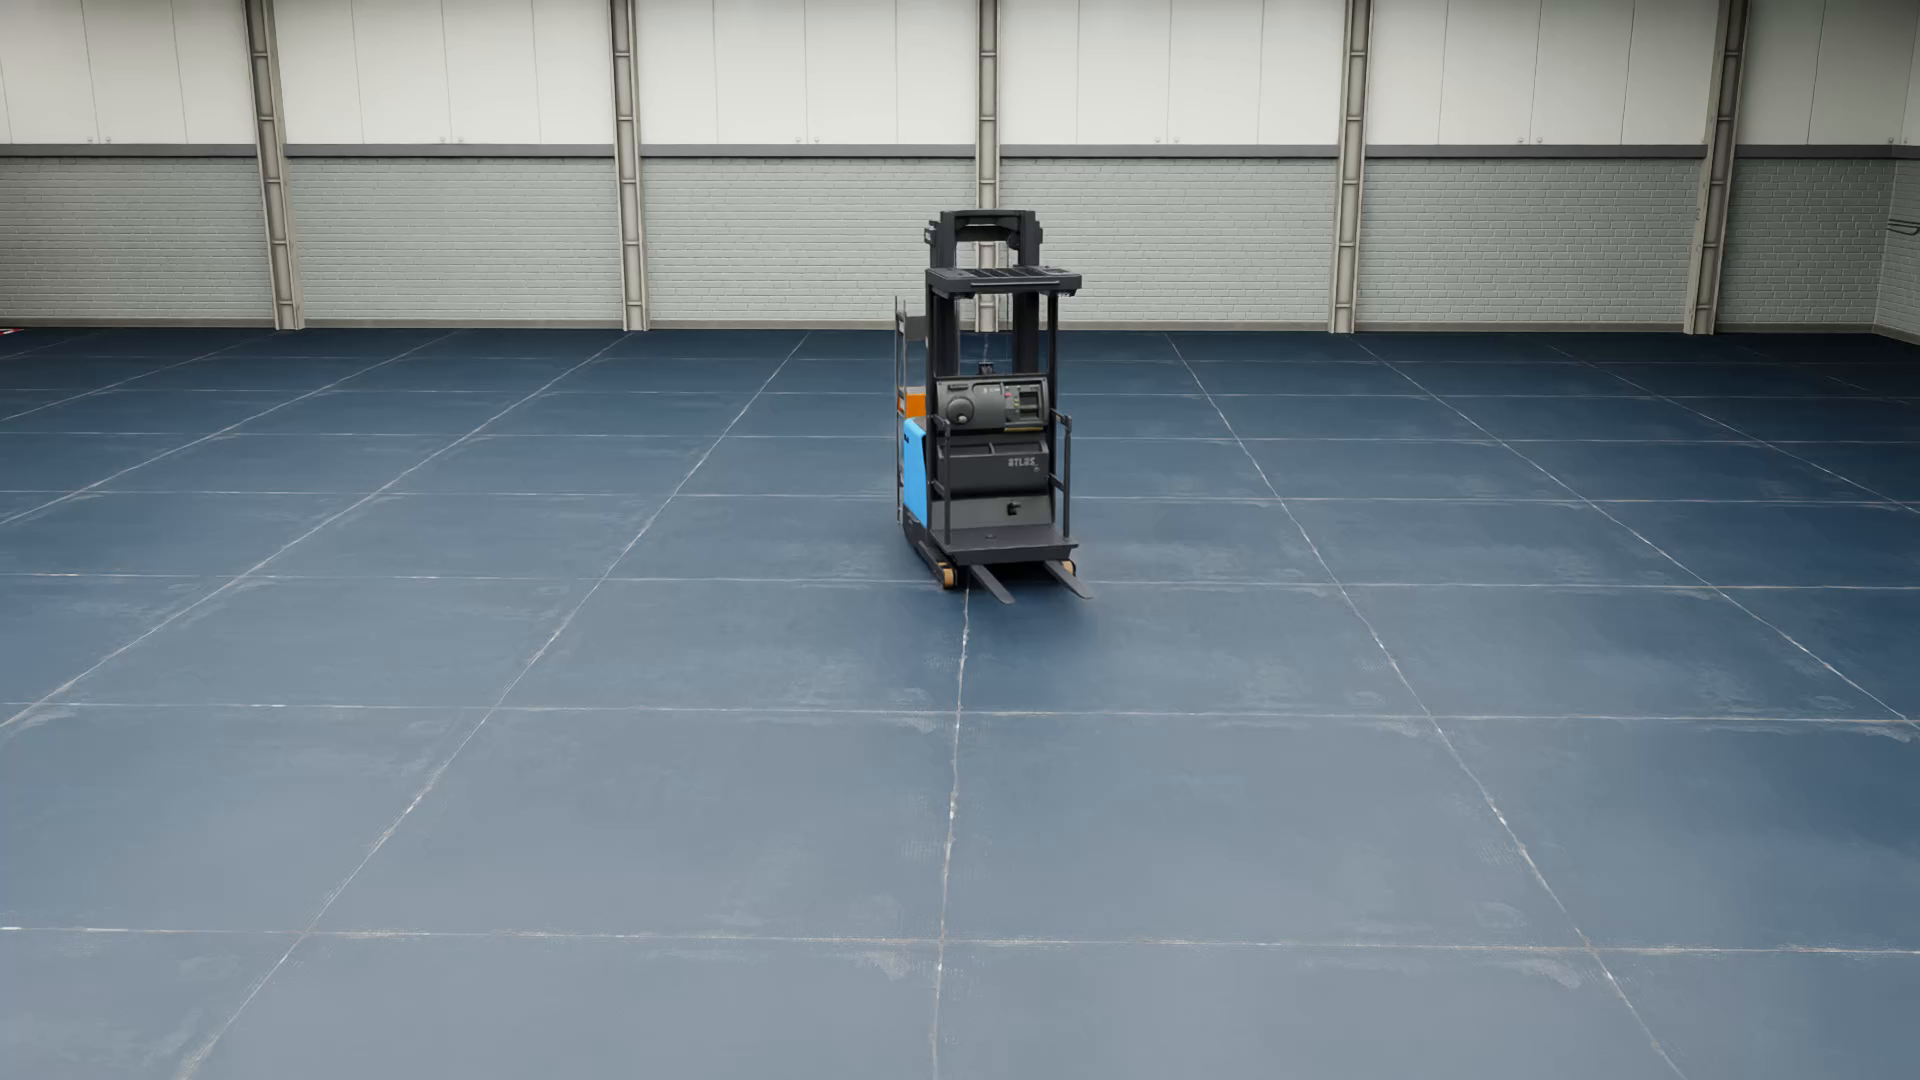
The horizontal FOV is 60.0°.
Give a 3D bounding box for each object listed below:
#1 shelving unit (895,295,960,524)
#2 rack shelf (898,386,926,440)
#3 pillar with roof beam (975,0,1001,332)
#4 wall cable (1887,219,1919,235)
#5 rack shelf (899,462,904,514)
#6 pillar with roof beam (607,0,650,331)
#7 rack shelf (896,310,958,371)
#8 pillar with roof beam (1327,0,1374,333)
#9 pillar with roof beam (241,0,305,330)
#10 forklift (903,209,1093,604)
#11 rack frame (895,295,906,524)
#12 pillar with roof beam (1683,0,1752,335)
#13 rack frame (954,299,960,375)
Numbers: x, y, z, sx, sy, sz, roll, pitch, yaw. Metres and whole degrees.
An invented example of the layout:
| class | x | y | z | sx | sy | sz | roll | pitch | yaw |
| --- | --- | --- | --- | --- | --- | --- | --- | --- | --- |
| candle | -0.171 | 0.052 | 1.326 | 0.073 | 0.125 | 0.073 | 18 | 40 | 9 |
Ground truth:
| class | x | y | z | sx | sy | sz | roll | pitch | yaw |
| --- | --- | --- | --- | --- | --- | --- | --- | --- | --- |
| shelving unit | -0.296 | -1.152 | 15.092 | 0.503 | 2.100 | 0.431 | -4 | 15 | -14 |
| rack shelf | -0.296 | -1.139 | 15.096 | 0.480 | 0.518 | 0.431 | -4 | 15 | -14 |
| pillar with roof beam | 0.350 | -6.821 | 23.055 | 0.400 | 9.000 | 9.100 | 0 | 15 | 1 |
| wall cable | 15.368 | -5.983 | 25.965 | 0.112 | 2.526 | 3.097 | 0 | 15 | 1 |
| rack shelf | -0.296 | -0.462 | 15.274 | 0.480 | 0.518 | 0.431 | -4 | 15 | -14 |
| pillar with roof beam | -5.648 | -6.860 | 23.203 | 0.400 | 9.000 | 9.100 | 0 | 15 | 1 |
| rack shelf | -0.296 | -1.816 | 14.917 | 0.480 | 0.518 | 0.431 | -4 | 15 | -14 |
| pillar with roof beam | 6.348 | -6.782 | 22.907 | 0.400 | 9.000 | 9.100 | 0 | 15 | 1 |
| pillar with roof beam | -11.646 | -6.900 | 23.351 | 0.400 | 9.000 | 9.100 | 0 | 15 | 1 |
| forklift | 0.318 | -1.131 | 13.383 | 1.130 | 2.935 | 3.031 | -3 | 15 | -13 |
| rack frame | -0.533 | -1.137 | 15.035 | 0.015 | 2.100 | 0.400 | -4 | 15 | -14 |
| pillar with roof beam | 12.346 | -6.743 | 22.759 | 0.400 | 9.000 | 9.100 | 0 | 15 | 1 |
| rack frame | -0.059 | -1.168 | 15.149 | 0.015 | 2.100 | 0.400 | -4 | 15 | -14 |
